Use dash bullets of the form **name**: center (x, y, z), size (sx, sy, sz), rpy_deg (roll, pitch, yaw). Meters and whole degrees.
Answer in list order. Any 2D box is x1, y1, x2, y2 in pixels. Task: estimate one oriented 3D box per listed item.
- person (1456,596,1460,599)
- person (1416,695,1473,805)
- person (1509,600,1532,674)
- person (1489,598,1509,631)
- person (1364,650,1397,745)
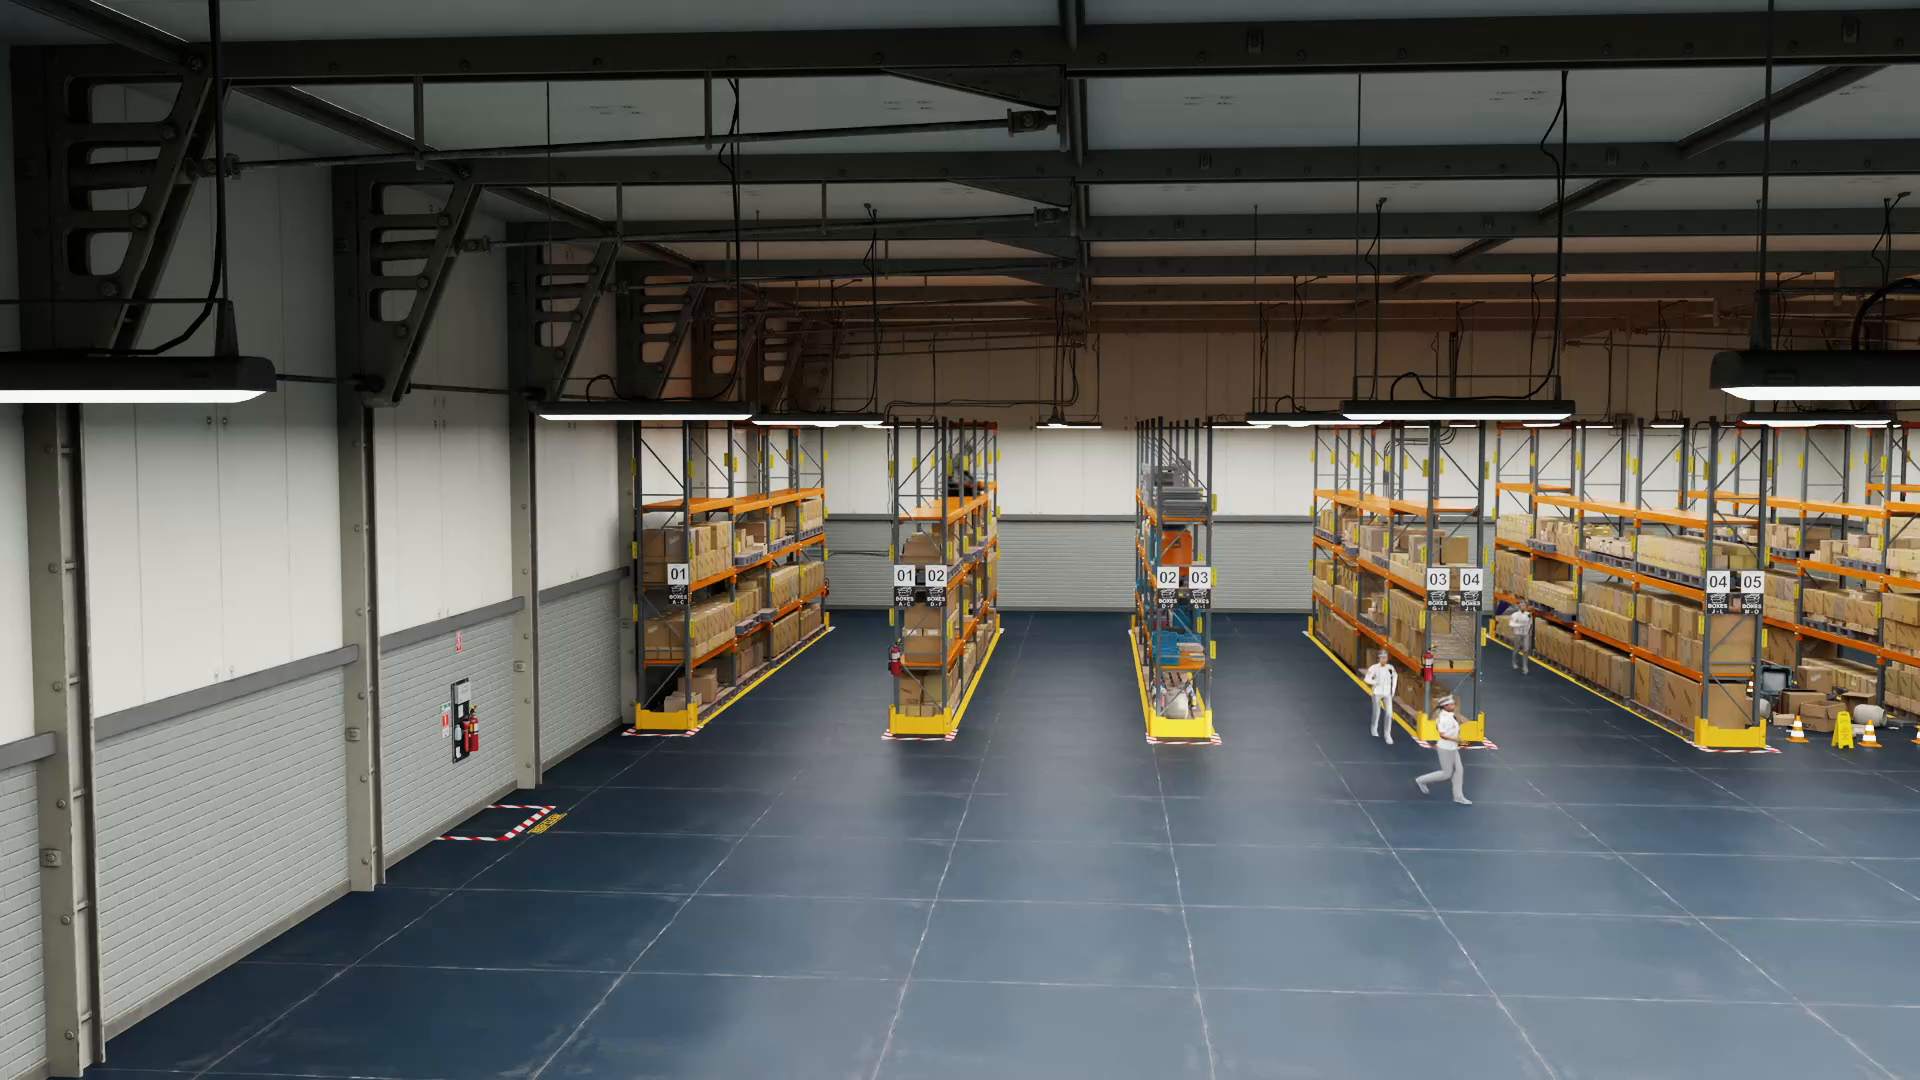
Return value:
- **person**: center (13.345, 1.992, 43.677), size (0.710, 1.773, 0.871), rpy_deg (1, 4, 14)
- **person**: center (7.468, 3.216, 25.590), size (0.851, 1.687, 0.579), rpy_deg (2, 4, 24)
- **person**: center (13.353, 2.279, 39.539), size (0.610, 1.726, 0.783), rpy_deg (0, 4, 1)
- **person**: center (15.472, 1.838, 47.529), size (0.678, 1.585, 0.622), rpy_deg (0, 4, 7)
- **person**: center (7.791, 2.869, 30.751), size (0.641, 1.701, 0.889), rpy_deg (0, 4, 3)
